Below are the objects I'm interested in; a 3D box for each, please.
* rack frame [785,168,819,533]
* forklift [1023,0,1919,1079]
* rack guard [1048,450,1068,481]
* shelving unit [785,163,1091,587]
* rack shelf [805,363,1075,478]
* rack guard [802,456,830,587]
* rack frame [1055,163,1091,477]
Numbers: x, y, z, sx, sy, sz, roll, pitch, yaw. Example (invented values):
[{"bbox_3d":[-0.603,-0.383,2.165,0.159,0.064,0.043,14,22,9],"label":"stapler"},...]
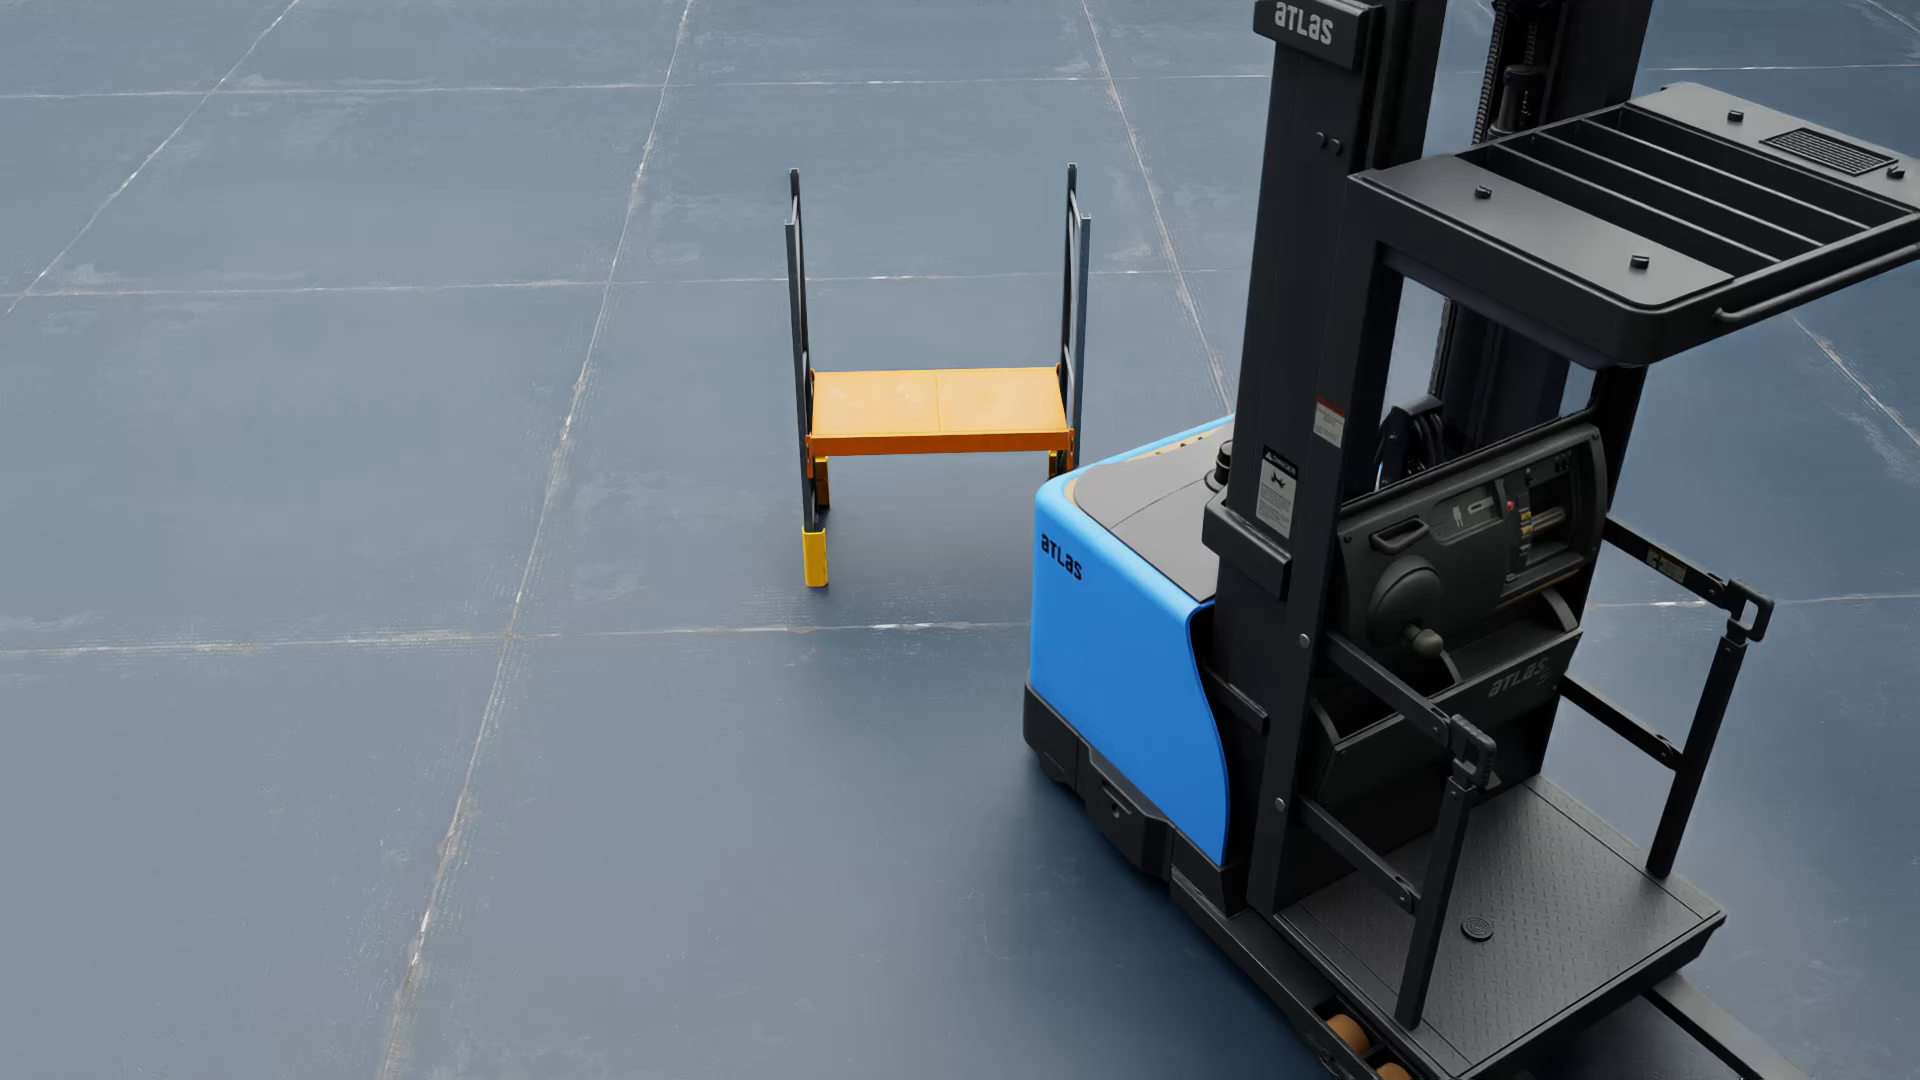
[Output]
[{"bbox_3d":[-0.593,-0.601,6.300,0.032,1.500,0.500,-2,35,-2],"label":"rack frame"},{"bbox_3d":[1.431,0.062,4.084,1.130,2.935,3.031,-20,39,-26],"label":"forklift"},{"bbox_3d":[0.421,-0.114,6.695,0.087,0.250,0.587,-2,35,-2],"label":"rack guard"},{"bbox_3d":[-0.076,-0.615,6.320,1.083,1.500,0.587,-2,35,-2],"label":"shelving unit"},{"bbox_3d":[-0.085,-0.467,6.422,1.000,0.185,0.538,-2,35,-2],"label":"rack shelf"},{"bbox_3d":[-0.574,-0.087,6.657,0.087,0.250,0.587,-2,35,-2],"label":"rack guard"},{"bbox_3d":[0.423,-0.628,6.340,0.032,1.500,0.500,-2,35,-2],"label":"rack frame"}]
